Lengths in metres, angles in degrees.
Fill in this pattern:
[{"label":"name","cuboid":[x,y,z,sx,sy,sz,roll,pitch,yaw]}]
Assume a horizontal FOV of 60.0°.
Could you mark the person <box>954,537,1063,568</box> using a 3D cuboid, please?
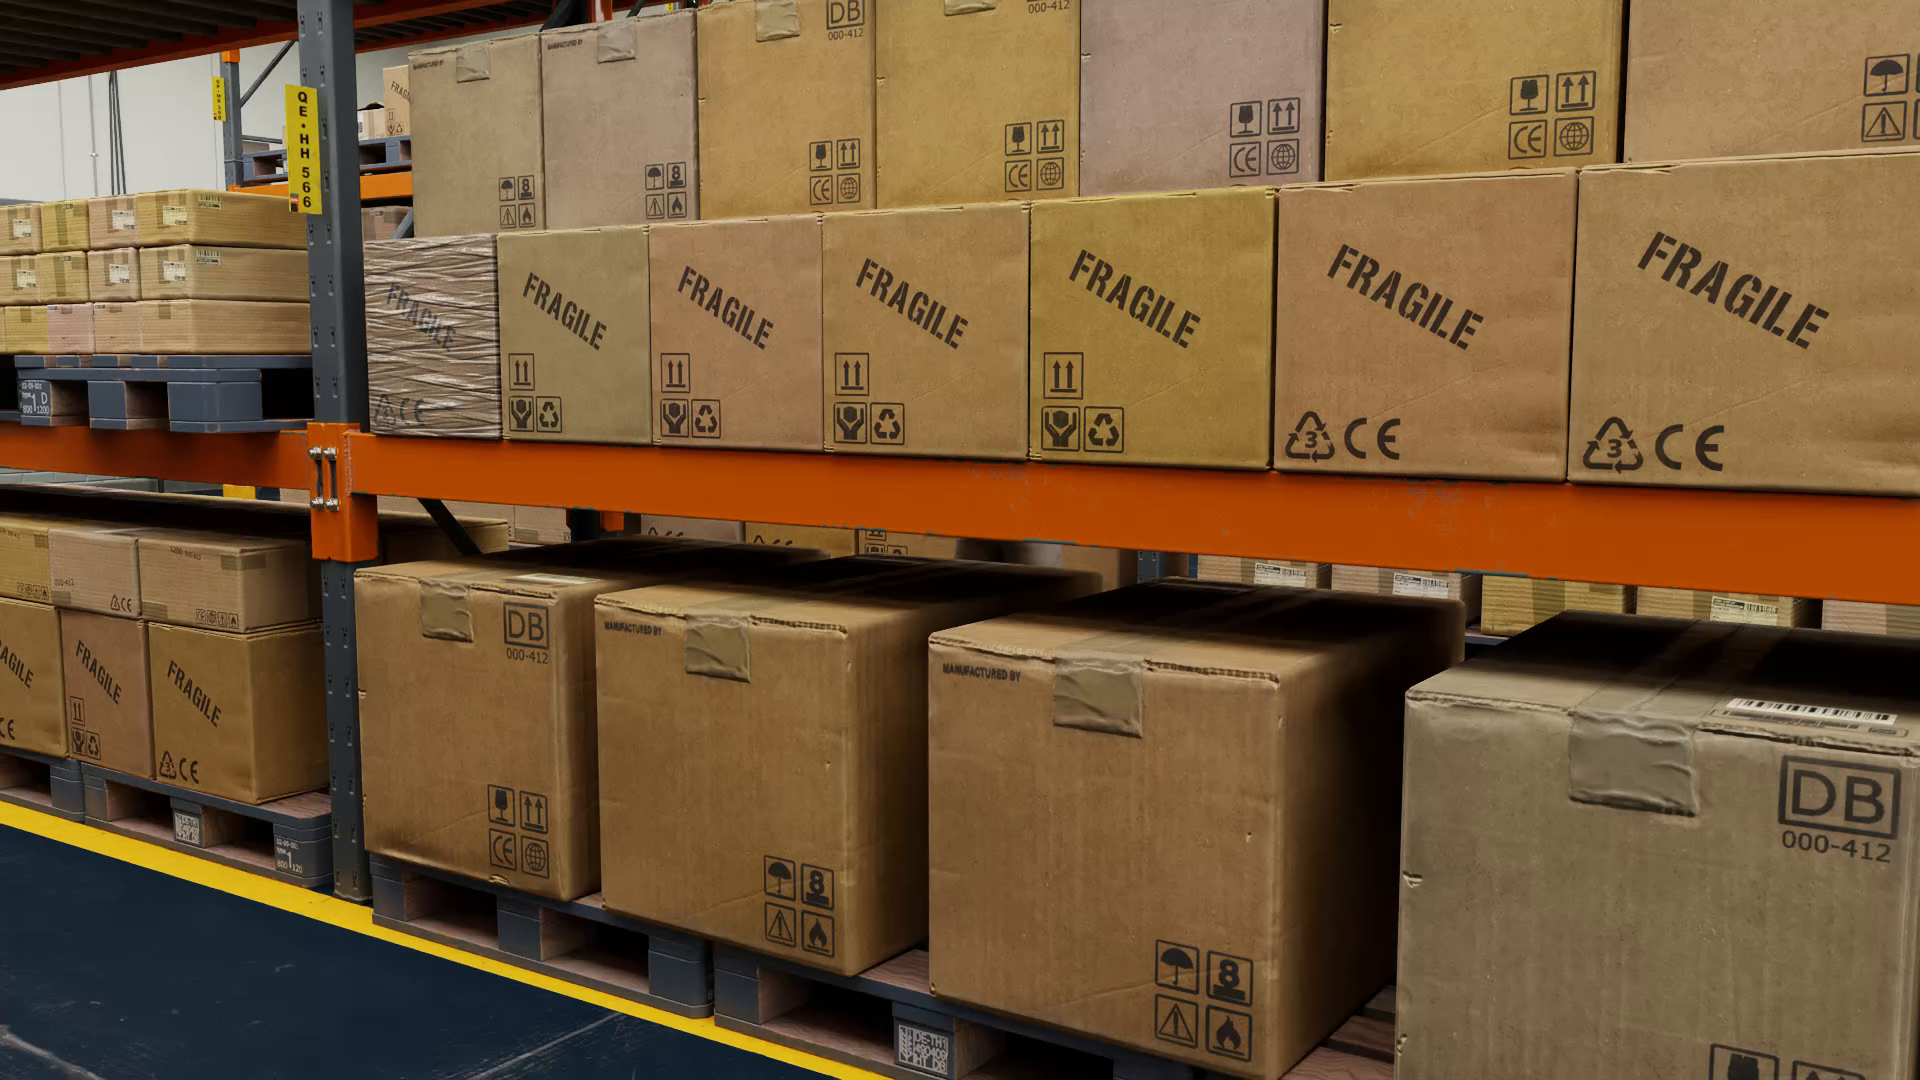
[{"label":"person","cuboid":[0.150,-0.026,6.142,0.494,1.712,0.530,4,8,34]}]
